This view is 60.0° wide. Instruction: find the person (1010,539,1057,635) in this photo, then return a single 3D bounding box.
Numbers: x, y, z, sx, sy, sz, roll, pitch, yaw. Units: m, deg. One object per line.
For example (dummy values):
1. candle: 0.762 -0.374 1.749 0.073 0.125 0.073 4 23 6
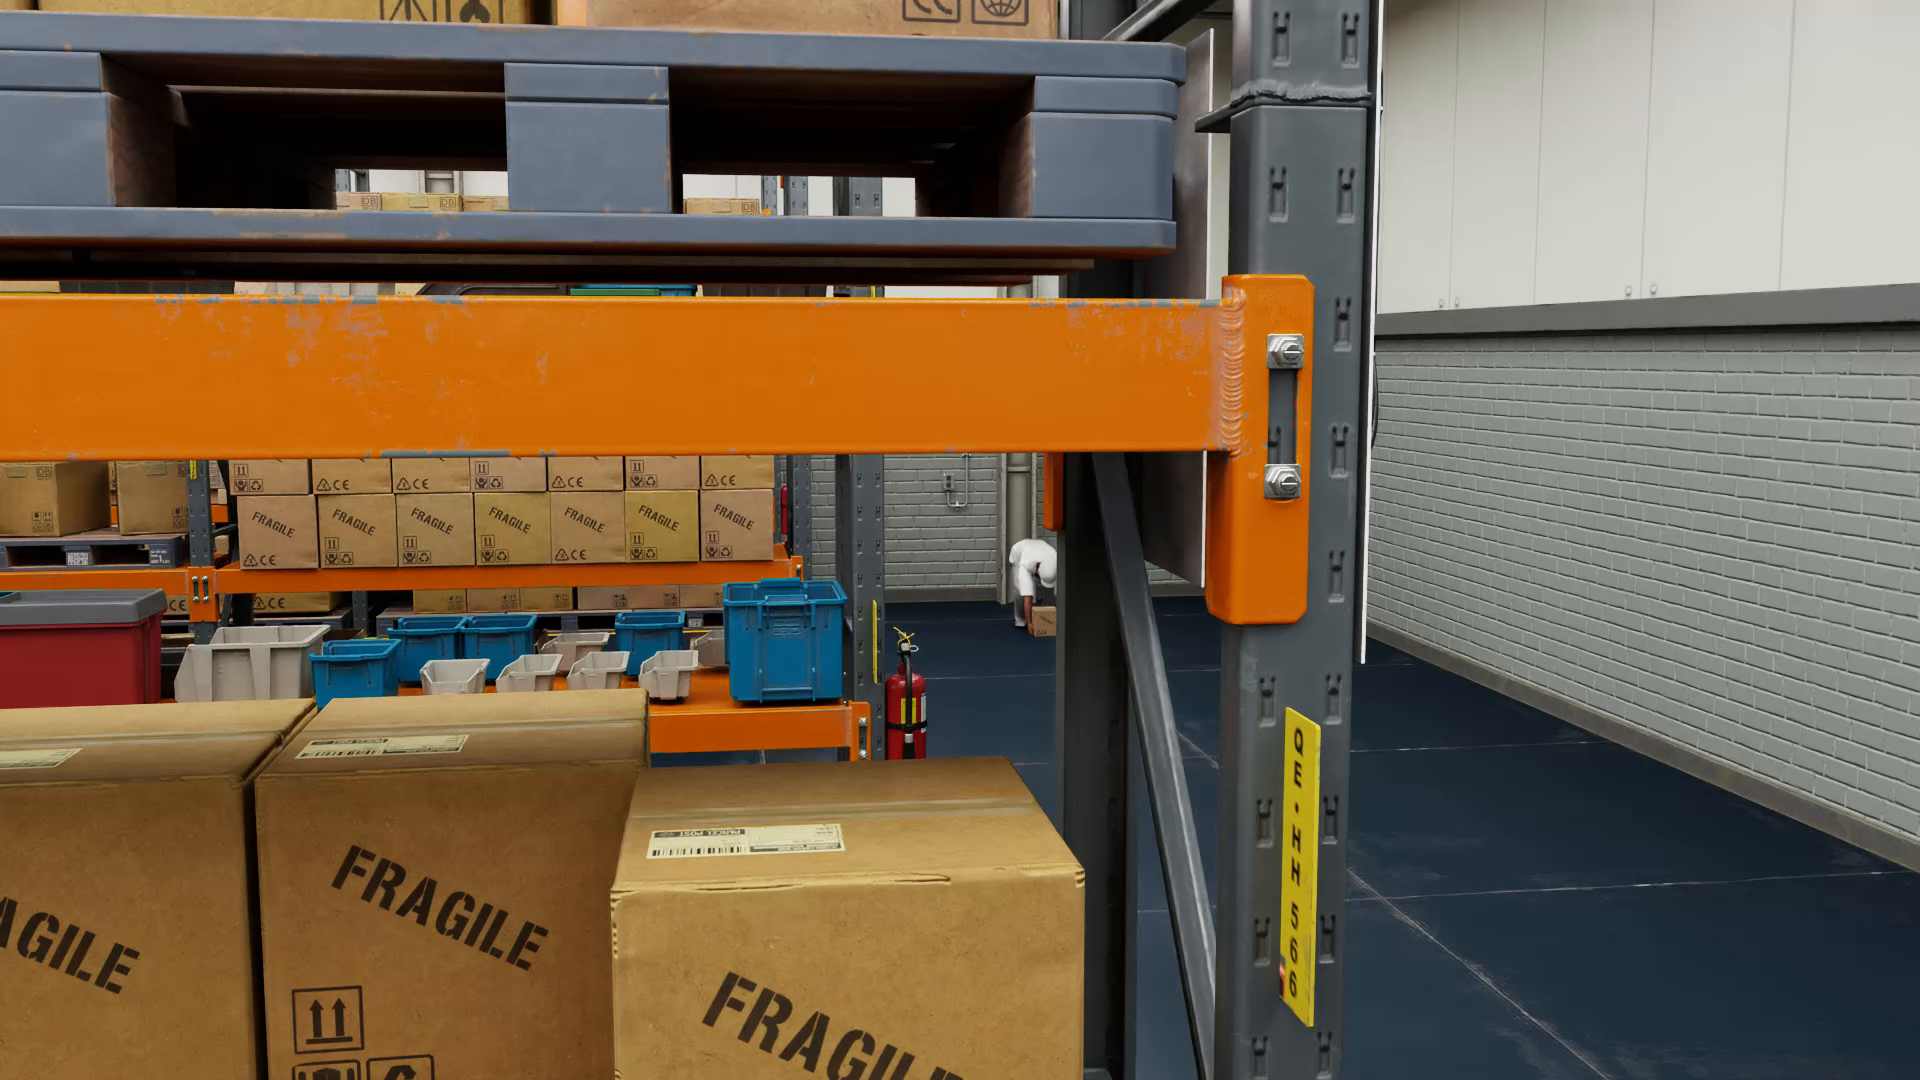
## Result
1. person: 0.797 0.456 16.555 0.504 0.896 0.978 -1 7 -11
